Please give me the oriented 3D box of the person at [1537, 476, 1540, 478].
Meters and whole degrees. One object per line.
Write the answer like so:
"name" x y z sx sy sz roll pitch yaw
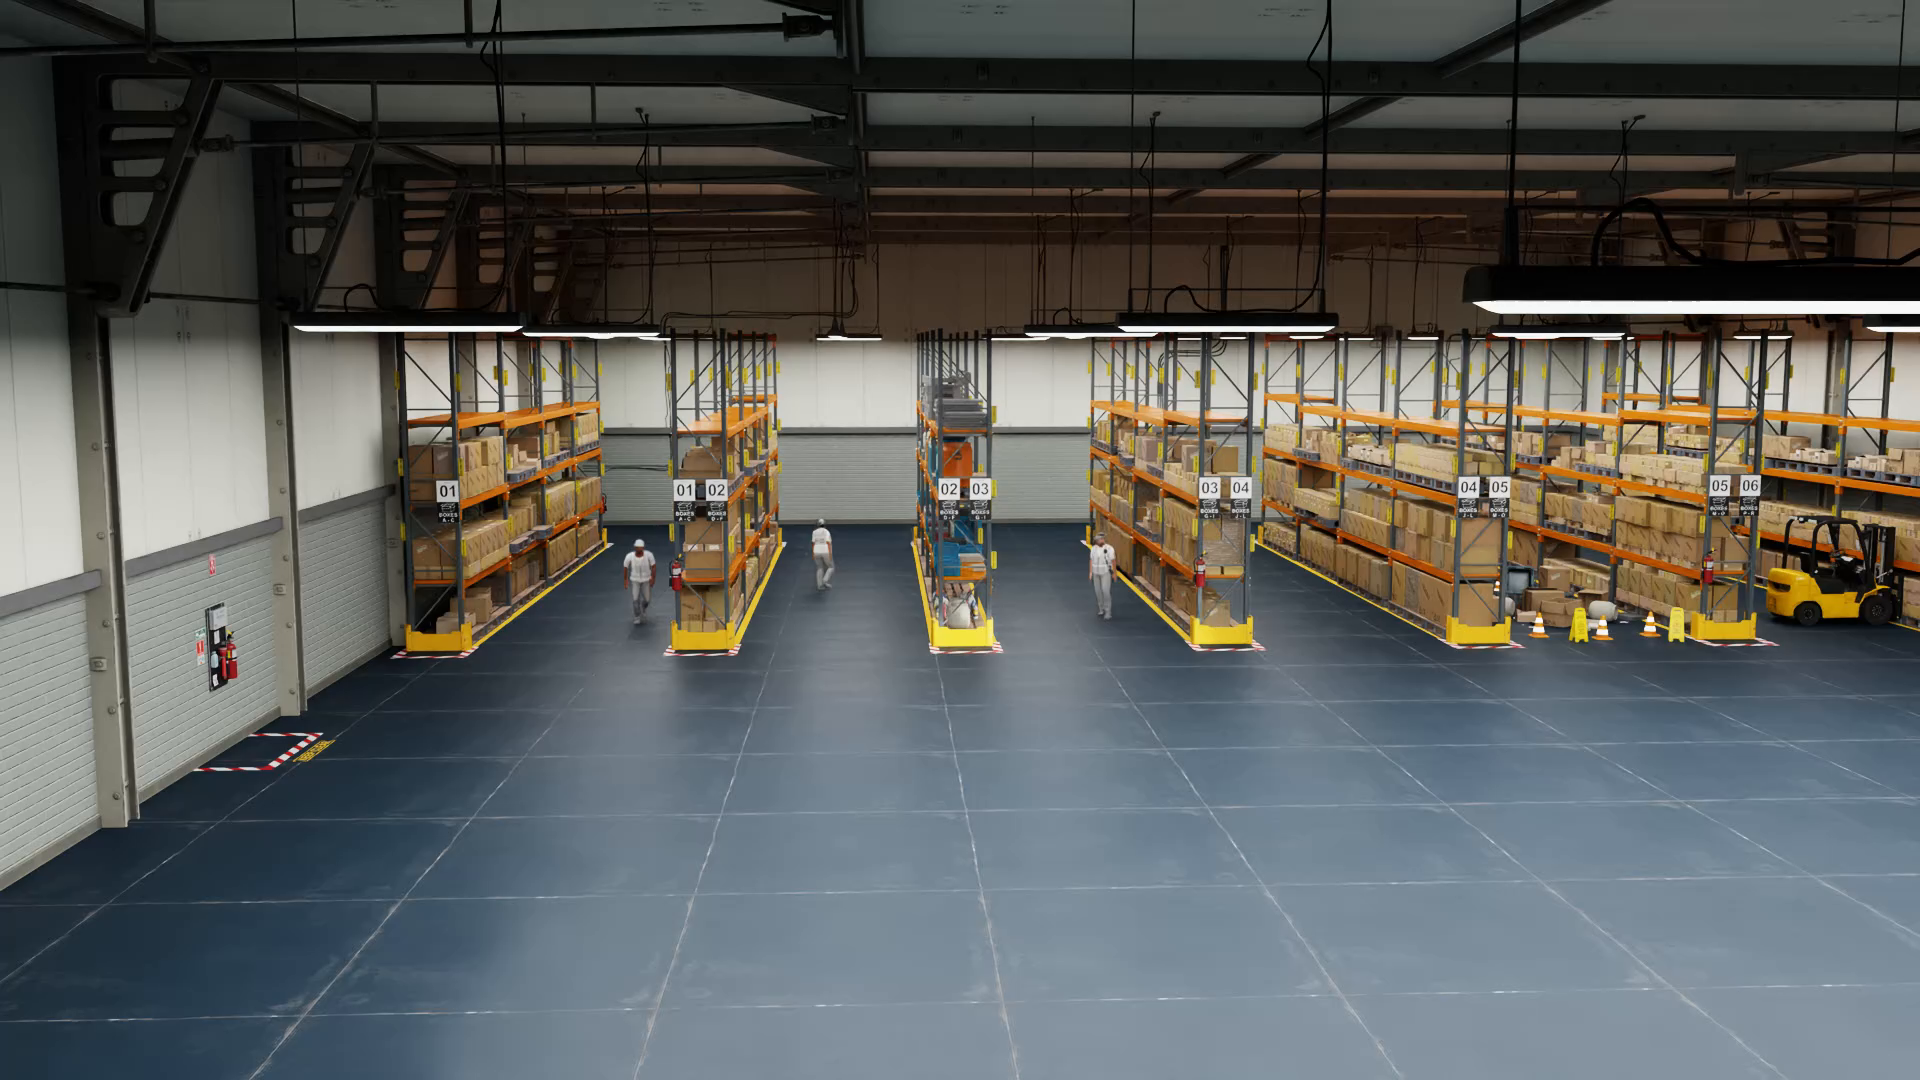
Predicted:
"person" 17.336 -1.065 49.766 0.616 1.718 0.577 -1 7 -8

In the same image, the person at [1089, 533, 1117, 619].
"person" 2.979 0.741 35.066 0.640 1.776 0.614 4 8 33

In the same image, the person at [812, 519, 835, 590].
"person" -3.200 0.340 38.718 0.541 1.654 0.542 2 7 19

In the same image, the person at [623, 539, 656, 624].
"person" -6.600 0.834 34.250 0.659 1.744 0.657 -2 7 -13
